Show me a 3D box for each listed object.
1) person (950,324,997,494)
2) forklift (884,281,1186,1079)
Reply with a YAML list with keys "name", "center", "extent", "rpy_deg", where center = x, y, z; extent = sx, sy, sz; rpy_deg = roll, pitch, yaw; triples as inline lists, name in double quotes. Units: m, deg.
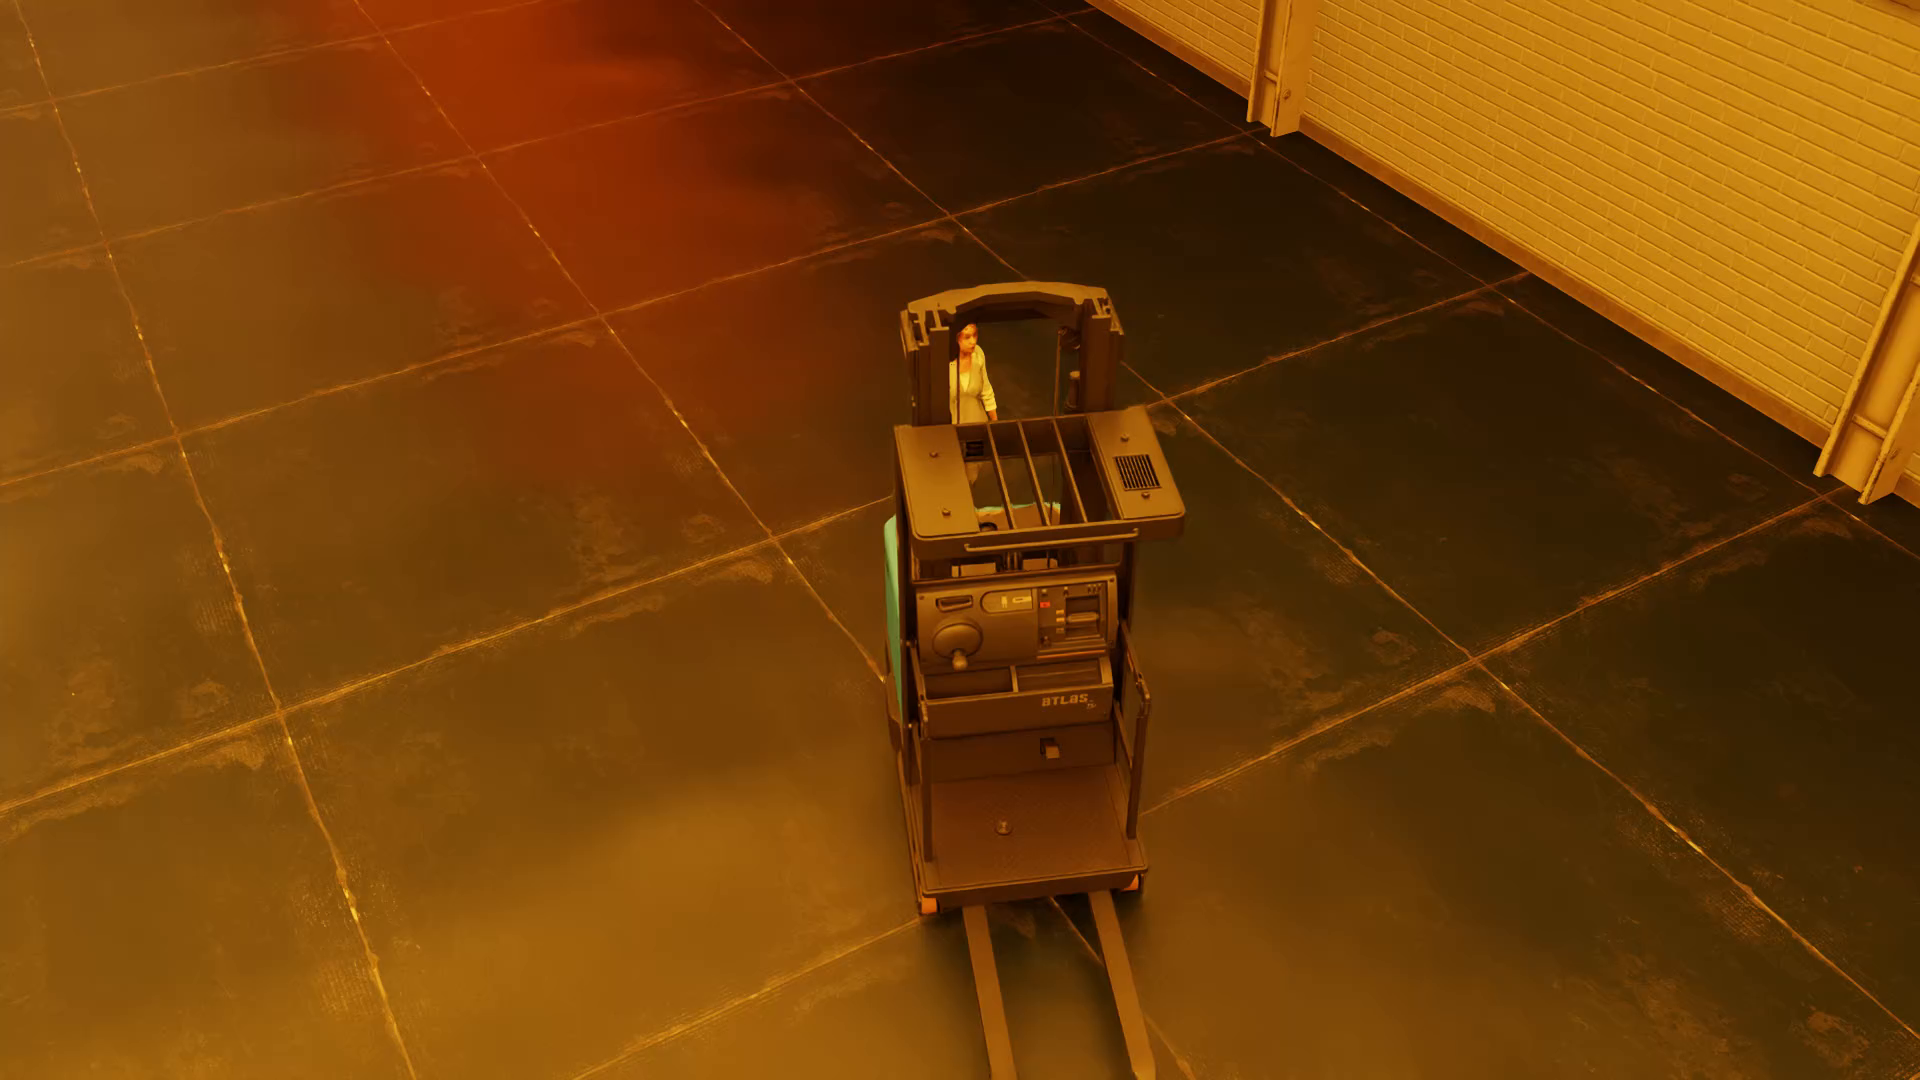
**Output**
- name: "person"
  center: [0.025, -0.575, 9.763]
  extent: [0.521, 1.596, 0.475]
  rpy_deg: [-20, 44, -23]
- name: "forklift"
  center: [0.297, 0.453, 7.490]
  extent: [1.130, 2.935, 3.031]
  rpy_deg: [-5, 40, -6]
